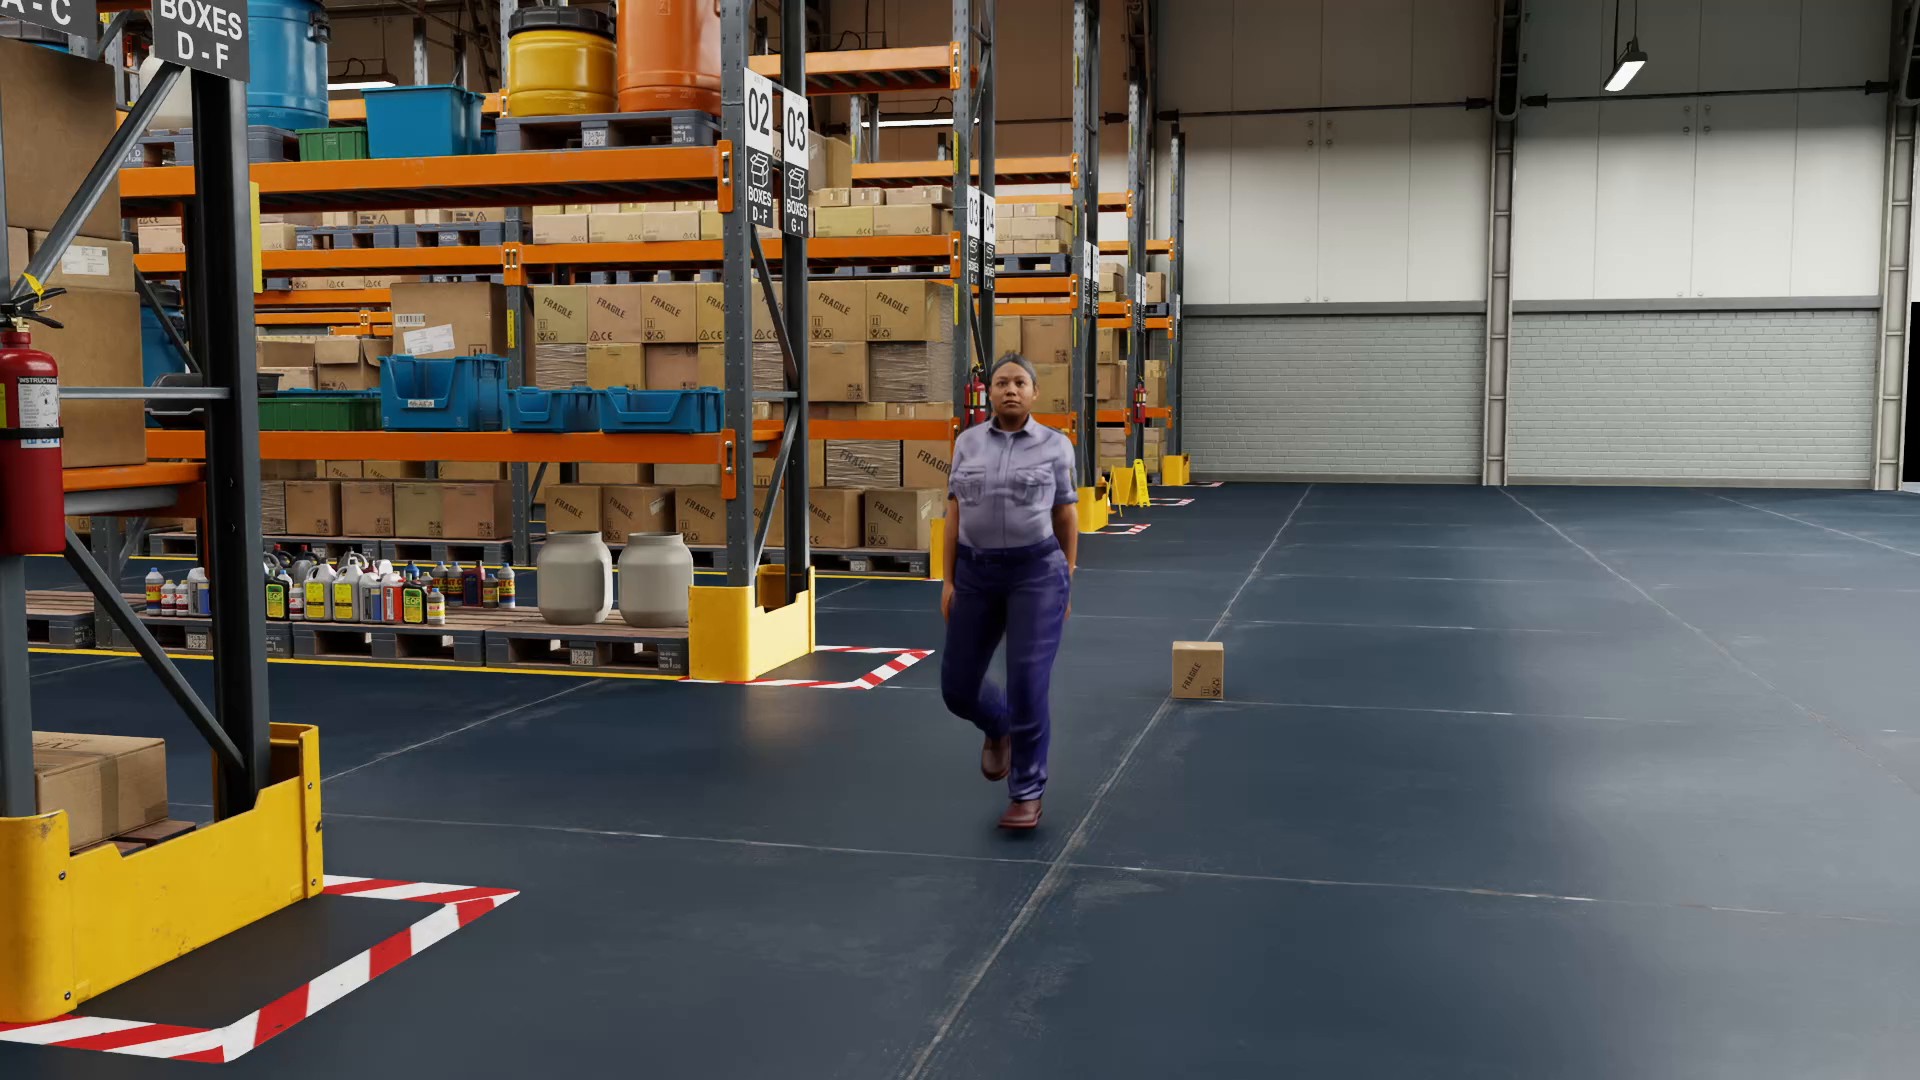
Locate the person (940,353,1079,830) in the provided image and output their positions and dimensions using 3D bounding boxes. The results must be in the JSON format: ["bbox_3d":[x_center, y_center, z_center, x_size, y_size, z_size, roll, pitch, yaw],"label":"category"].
[{"bbox_3d":[0.184,0.155,5.889,0.466,1.623,0.669,1,5,16],"label":"person"}]
